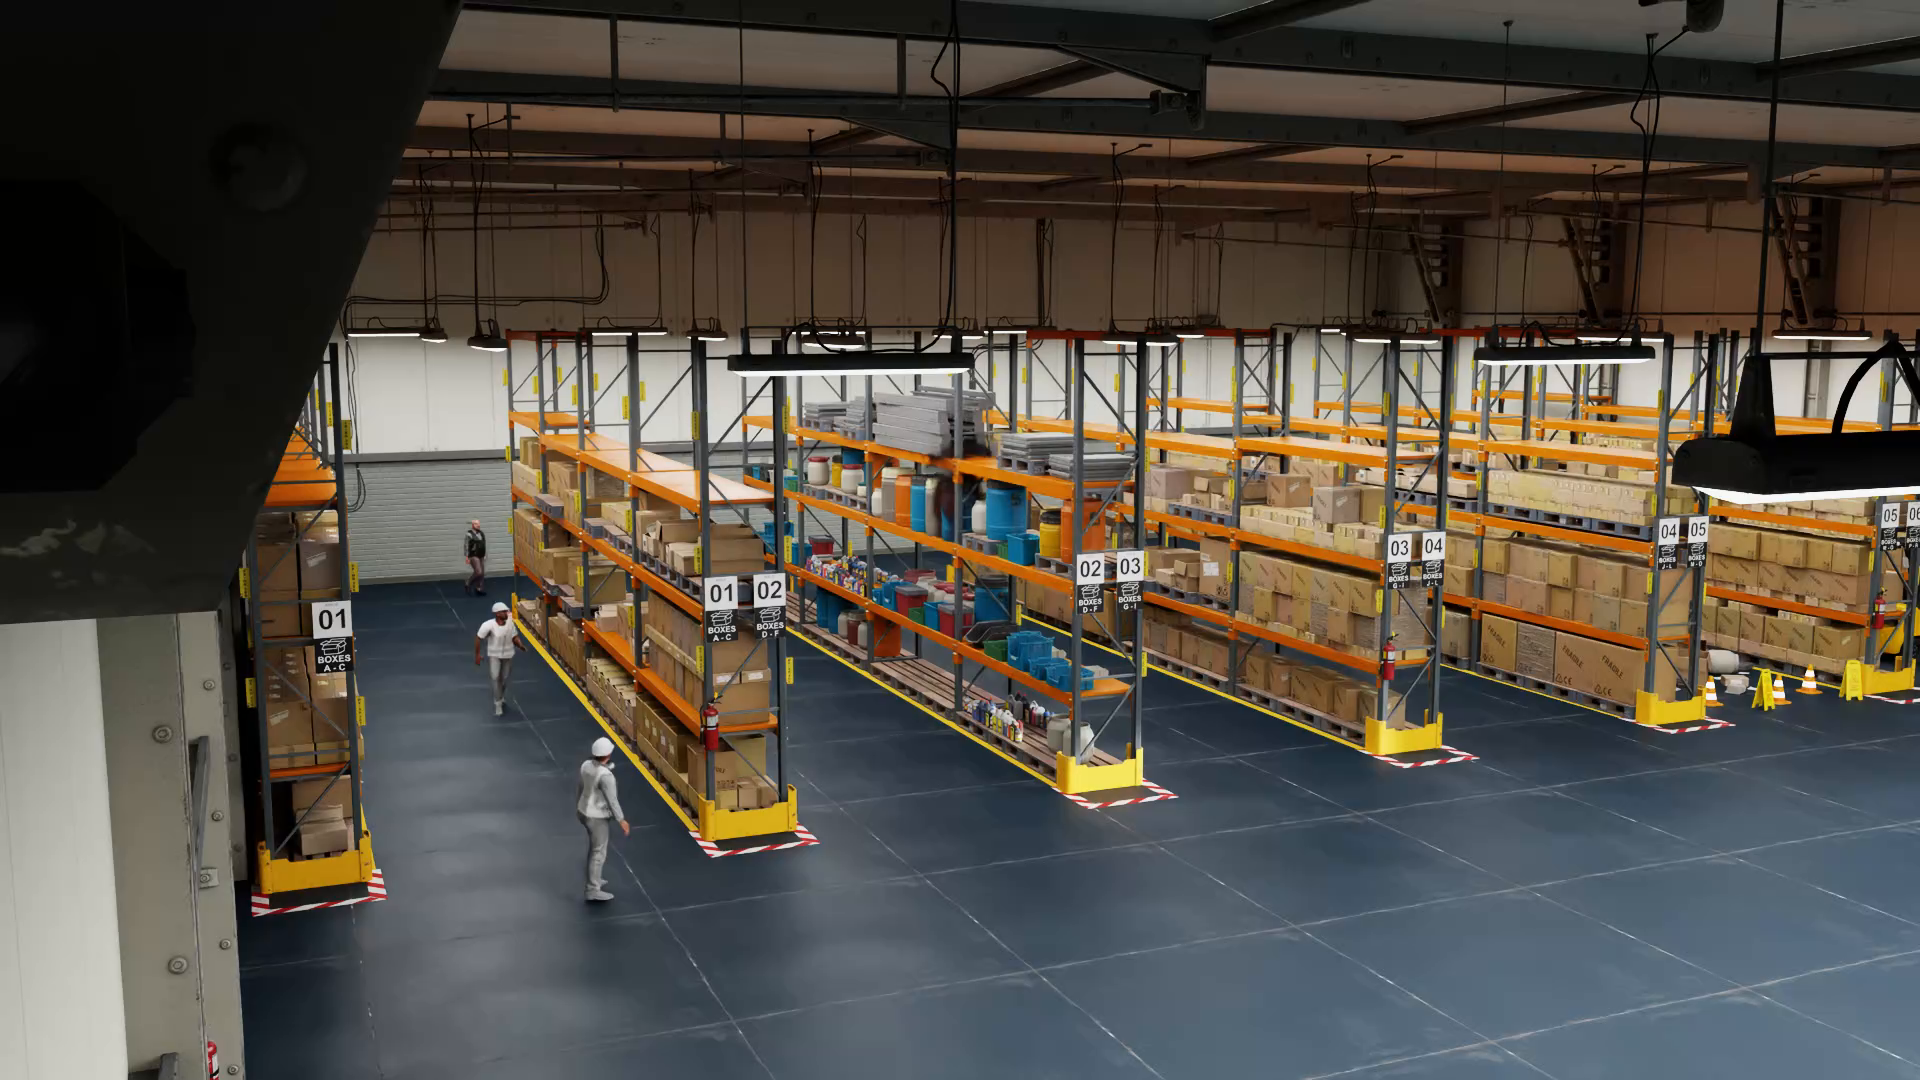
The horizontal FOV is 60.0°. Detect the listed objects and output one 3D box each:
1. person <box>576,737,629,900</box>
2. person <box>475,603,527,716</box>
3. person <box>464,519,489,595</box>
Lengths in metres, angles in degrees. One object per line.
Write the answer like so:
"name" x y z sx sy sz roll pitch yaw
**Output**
"person" -3.945 3.019 18.178 0.493 1.798 0.675 -5 9 -33
"person" -7.363 1.866 26.670 0.784 1.746 1.003 -3 8 -23
"person" -10.829 0.389 37.297 0.495 1.718 0.541 3 8 21
